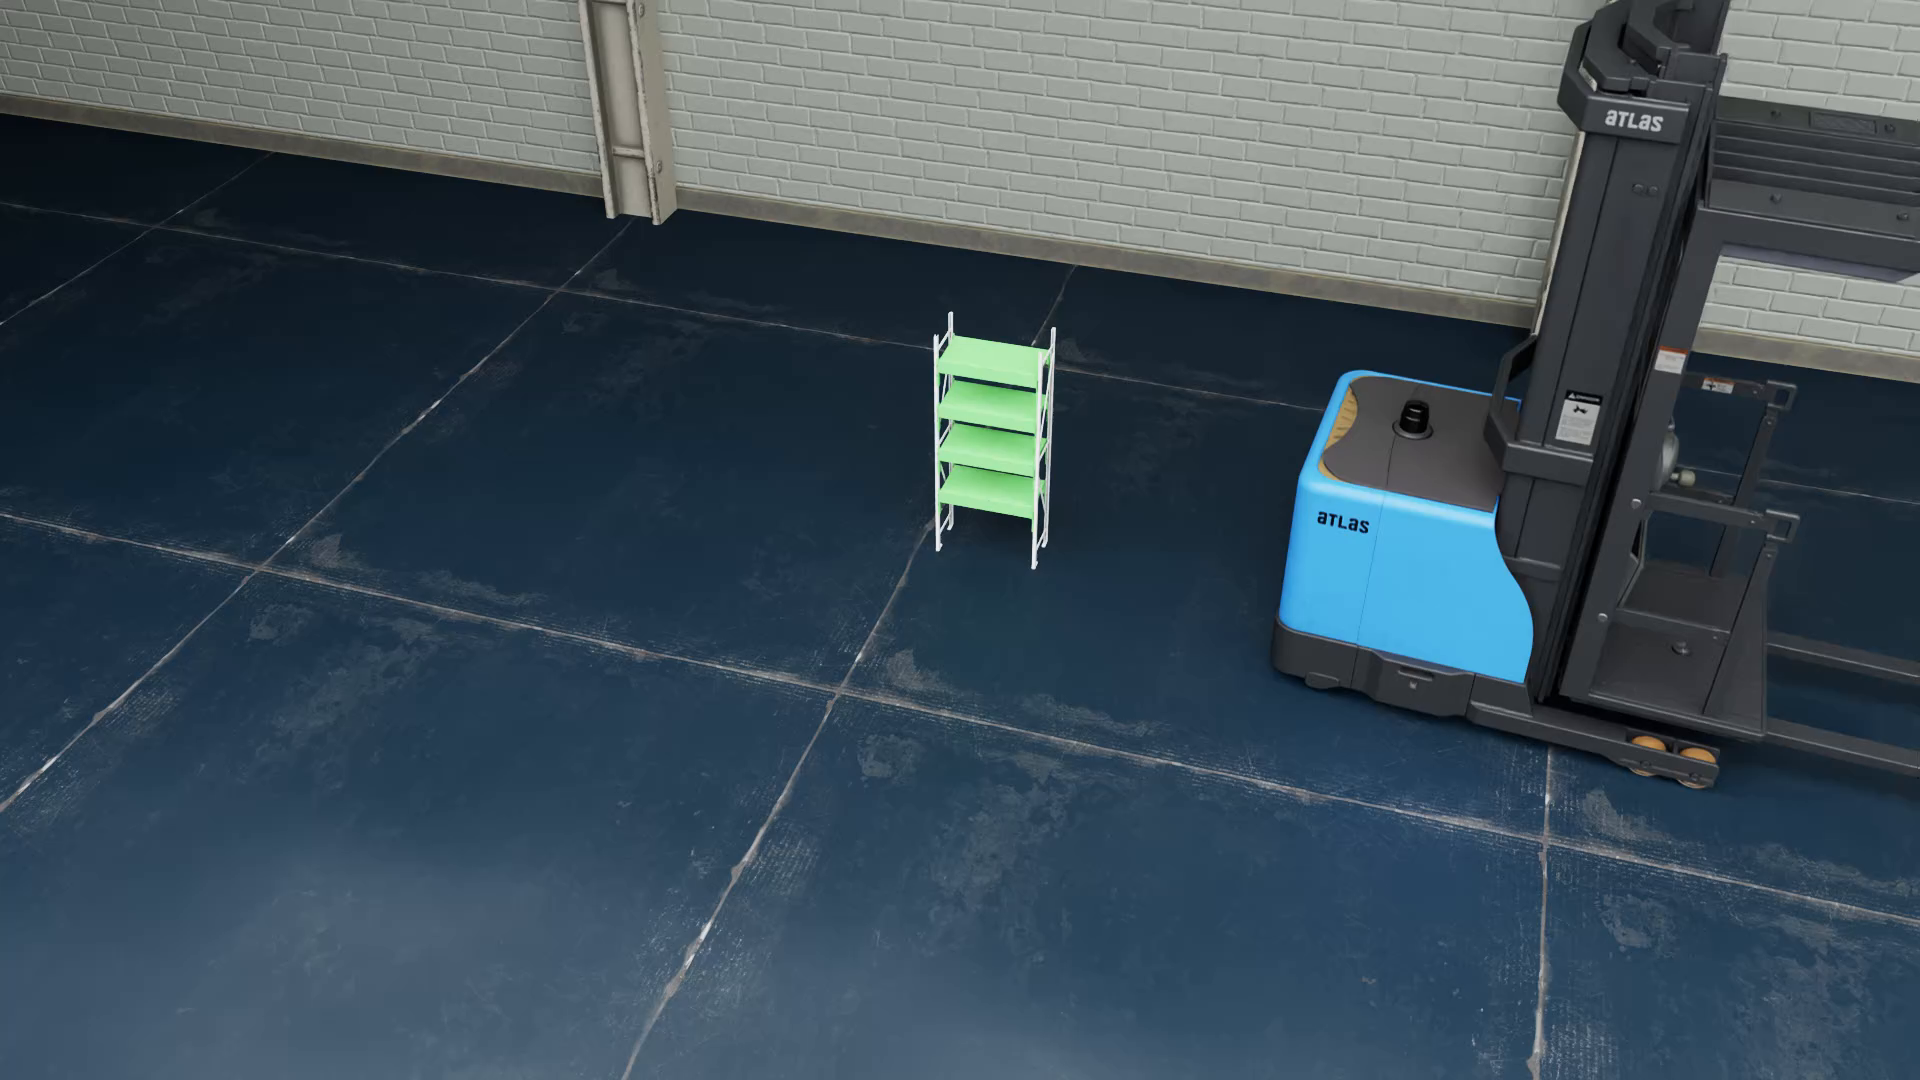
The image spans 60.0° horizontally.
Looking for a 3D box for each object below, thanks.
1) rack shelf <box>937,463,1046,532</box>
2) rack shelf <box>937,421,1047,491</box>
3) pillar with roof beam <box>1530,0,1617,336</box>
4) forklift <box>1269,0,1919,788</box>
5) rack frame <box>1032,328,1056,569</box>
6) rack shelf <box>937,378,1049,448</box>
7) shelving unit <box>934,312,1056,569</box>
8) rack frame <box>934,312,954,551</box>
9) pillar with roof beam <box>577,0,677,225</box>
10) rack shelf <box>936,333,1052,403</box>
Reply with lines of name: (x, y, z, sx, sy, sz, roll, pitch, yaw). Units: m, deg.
rack shelf: (0.158, -0.209, 8.035, 0.480, 0.148, 0.258, 10, 38, 14)
rack shelf: (0.158, -0.403, 7.892, 0.480, 0.148, 0.258, 10, 38, 14)
pillar with roof beam: (2.294, -2.353, 3.856, 0.400, 9.000, 9.100, 10, 38, 14)
forklift: (2.949, -0.516, 6.478, 3.031, 2.935, 1.130, 13, 38, 17)
rack frame: (0.391, -0.411, 7.796, 0.015, 1.200, 0.240, 10, 38, 14)
rack shelf: (0.158, -0.596, 7.750, 0.480, 0.148, 0.258, 10, 38, 14)
shelving unit: (0.158, -0.454, 7.855, 0.503, 1.200, 0.258, 10, 38, 14)
rack frame: (-0.075, -0.497, 7.913, 0.015, 1.200, 0.240, 10, 38, 14)
pillar with roof beam: (-3.433, -3.414, 5.297, 0.400, 9.000, 9.100, 10, 38, 14)
rack shelf: (0.158, -0.789, 7.608, 0.480, 0.148, 0.258, 10, 38, 14)
